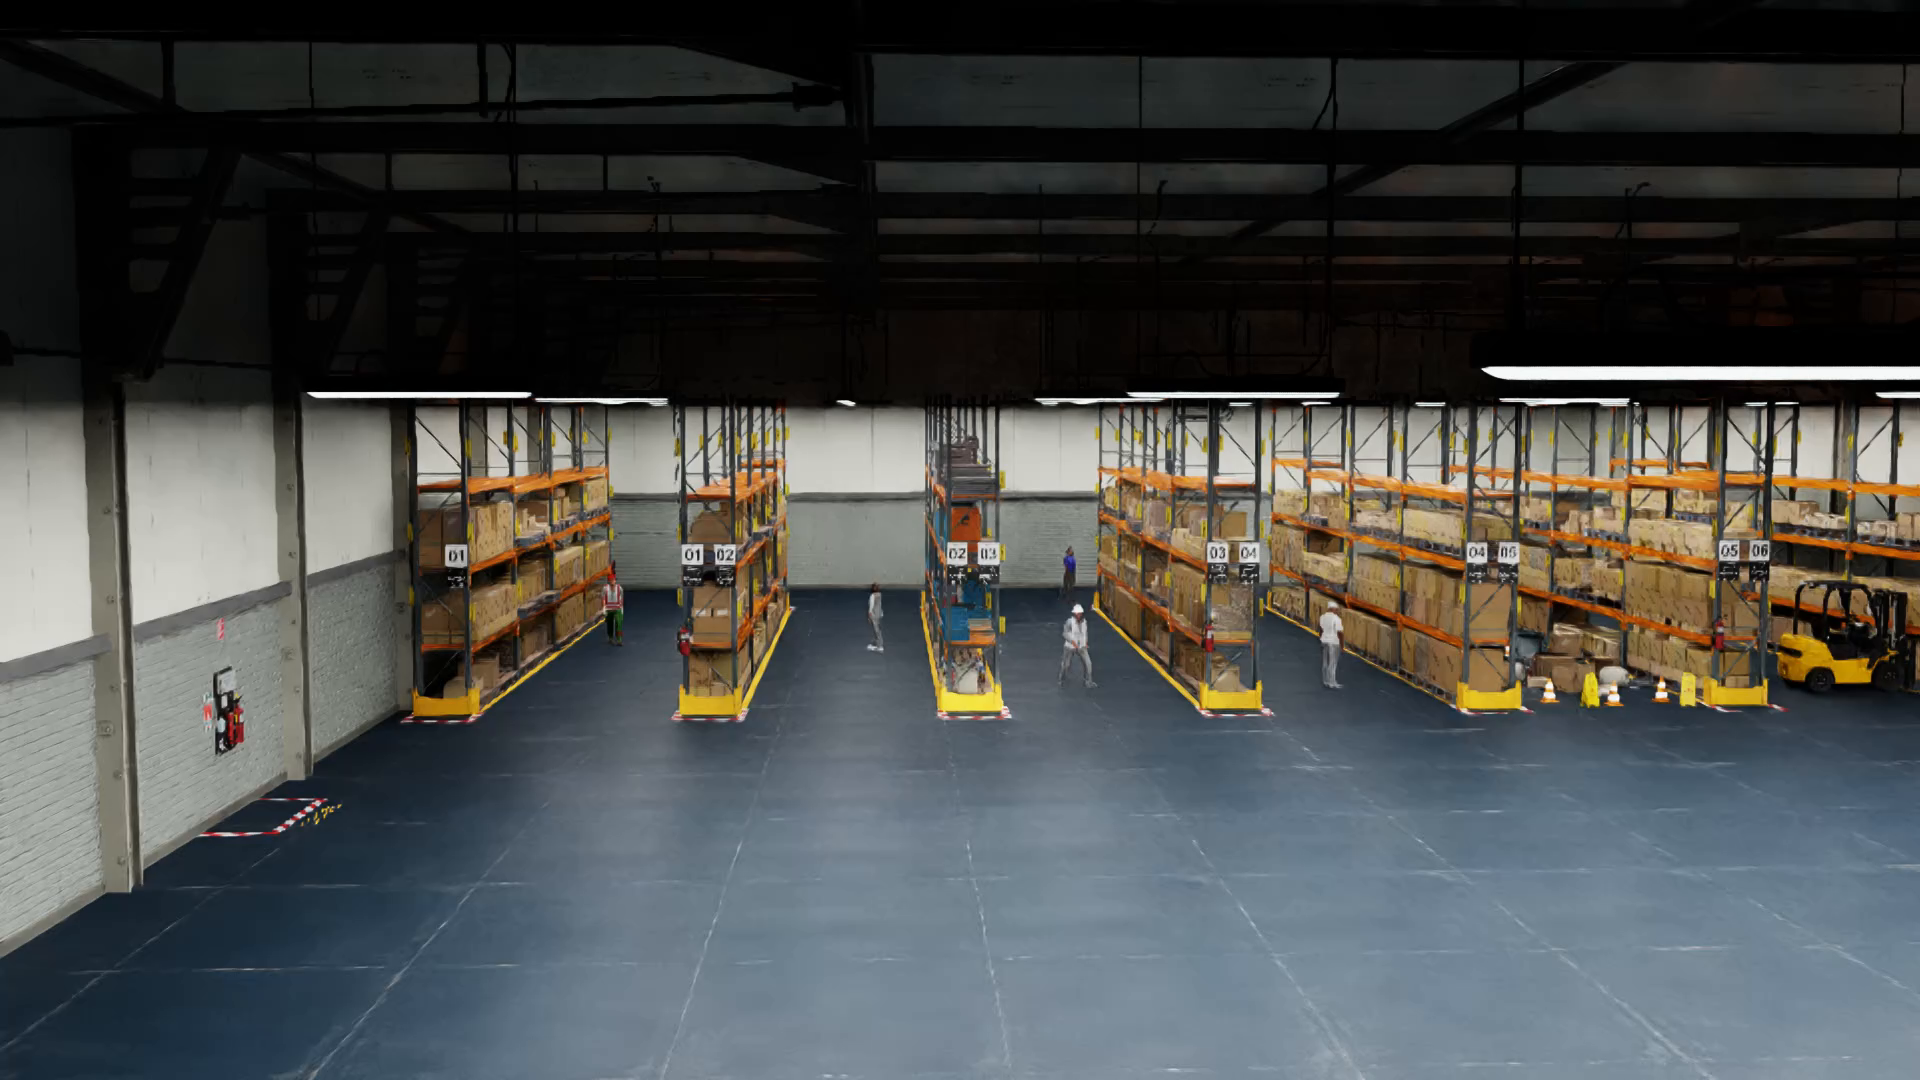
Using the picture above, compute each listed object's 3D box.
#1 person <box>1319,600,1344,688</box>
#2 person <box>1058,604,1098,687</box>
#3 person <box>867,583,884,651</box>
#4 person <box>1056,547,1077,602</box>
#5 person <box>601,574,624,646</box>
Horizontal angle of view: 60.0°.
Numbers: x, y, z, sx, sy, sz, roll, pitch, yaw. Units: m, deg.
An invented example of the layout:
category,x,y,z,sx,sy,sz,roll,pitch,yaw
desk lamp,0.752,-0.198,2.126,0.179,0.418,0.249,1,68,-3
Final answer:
category,x,y,z,sx,sy,sz,roll,pitch,yaw
person,7.672,2.119,34.201,0.463,1.772,0.649,-3,5,-32
person,2.380,2.161,34.212,0.682,1.713,0.844,-2,5,-20
person,-2.011,1.912,39.380,0.534,1.371,0.522,2,5,23
person,3.130,1.028,49.081,0.454,1.656,0.650,3,6,37
person,-8.405,1.669,40.243,0.528,1.727,1.030,-1,5,-10
